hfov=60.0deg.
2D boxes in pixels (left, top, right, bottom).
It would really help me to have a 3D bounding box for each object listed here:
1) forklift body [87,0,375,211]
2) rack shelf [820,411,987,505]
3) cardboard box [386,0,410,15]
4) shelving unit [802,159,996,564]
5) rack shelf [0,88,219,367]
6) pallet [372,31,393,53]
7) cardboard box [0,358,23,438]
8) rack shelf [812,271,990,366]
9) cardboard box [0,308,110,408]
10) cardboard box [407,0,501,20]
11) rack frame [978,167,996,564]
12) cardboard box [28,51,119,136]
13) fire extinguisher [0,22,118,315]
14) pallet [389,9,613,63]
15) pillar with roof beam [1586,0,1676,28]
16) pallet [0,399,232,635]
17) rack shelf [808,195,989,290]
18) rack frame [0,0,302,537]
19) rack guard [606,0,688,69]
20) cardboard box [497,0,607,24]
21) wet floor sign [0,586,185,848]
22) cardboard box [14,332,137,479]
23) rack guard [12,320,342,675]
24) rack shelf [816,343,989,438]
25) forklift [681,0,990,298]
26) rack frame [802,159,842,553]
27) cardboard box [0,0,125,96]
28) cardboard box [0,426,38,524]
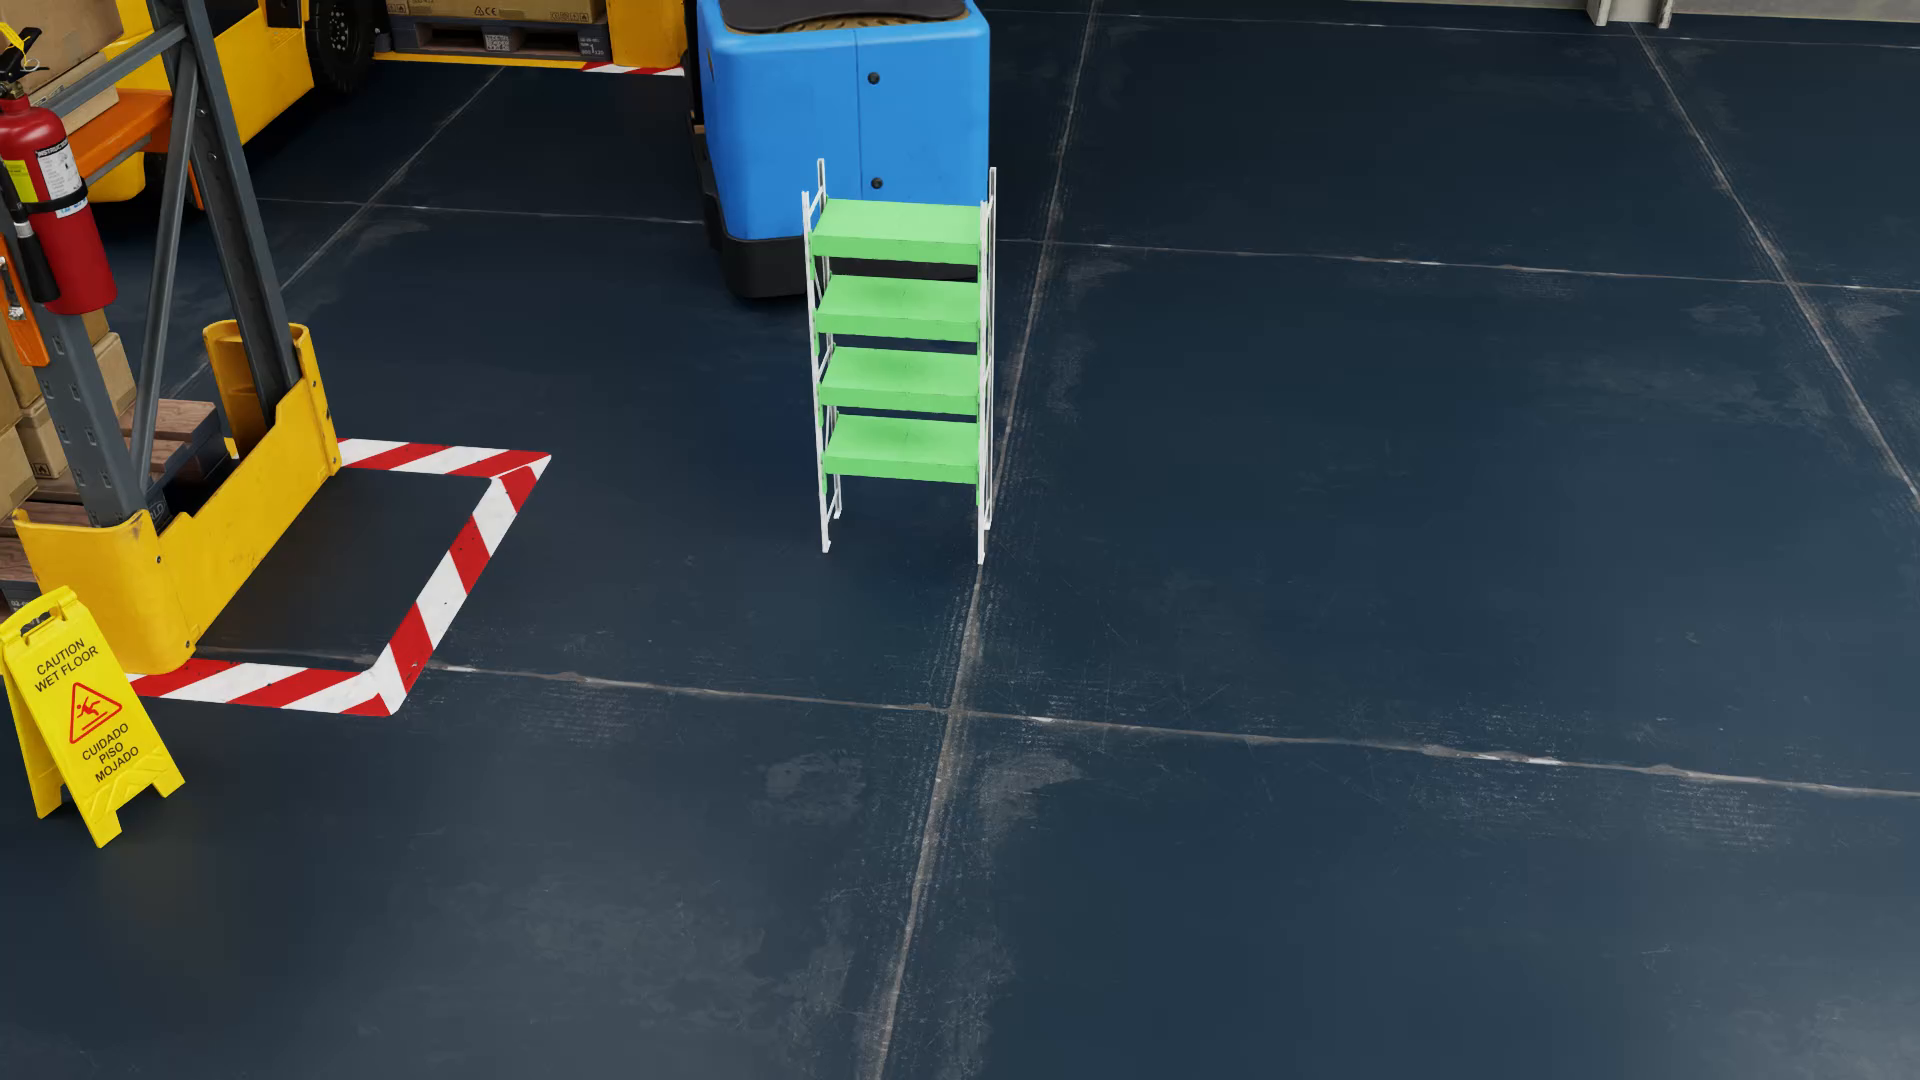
[{"bbox_3d":[-3.731,-2.781,7.295,1.214,2.155,2.313,4,36,6],"label":"forklift body"},{"bbox_3d":[-0.164,-0.253,5.095,0.480,0.148,0.258,4,36,6],"label":"rack shelf"},{"bbox_3d":[-3.111,-3.026,8.914,0.500,0.250,0.500,5,36,6],"label":"cardboard box"},{"bbox_3d":[-0.164,-0.501,4.919,0.503,1.200,0.258,4,36,6],"label":"shelving unit"},{"bbox_3d":[-4.230,-1.032,4.734,4.000,0.370,1.077,4,36,6],"label":"rack shelf"},{"bbox_3d":[-3.589,-3.027,9.309,1.213,0.211,1.003,4,36,6],"label":"pallet"},{"bbox_3d":[-3.074,-0.443,4.649,0.500,0.500,0.500,4,36,6],"label":"cardboard box"},{"bbox_3d":[-0.164,-0.644,4.816,0.480,0.148,0.258,4,36,6],"label":"rack shelf"},{"bbox_3d":[-3.035,-0.755,5.085,0.500,0.500,0.500,3,36,4],"label":"cardboard box"},{"bbox_3d":[-2.616,-2.984,8.855,0.500,0.250,0.500,4,36,6],"label":"cardboard box"},{"bbox_3d":[0.078,-0.483,4.893,0.015,1.200,0.240,4,36,6],"label":"rack frame"},{"bbox_3d":[-2.557,-1.219,4.593,0.250,0.149,0.380,4,36,6],"label":"cardboard box"},{"bbox_3d":[-2.192,-0.872,3.956,0.183,0.674,0.296,4,36,6],"label":"fire extinguisher"},{"bbox_3d":[-2.382,-2.935,9.180,1.213,0.211,1.003,4,36,6],"label":"pallet"},{"bbox_3d":[3.209,-4.126,3.284,0.400,9.000,9.100,4,36,6],"label":"pillar with roof beam"},{"bbox_3d":[-3.123,-0.128,5.248,1.213,0.211,1.003,4,36,6],"label":"pallet"},{"bbox_3d":[-0.164,-0.839,4.677,0.480,0.148,0.258,4,36,6],"label":"rack shelf"},{"bbox_3d":[-2.247,-1.177,4.317,0.127,3.000,1.000,4,36,6],"label":"rack frame"},{"bbox_3d":[-1.594,-3.018,9.049,0.348,0.500,1.175,4,36,6],"label":"rack guard"},{"bbox_3d":[-2.124,-2.942,8.795,0.500,0.250,0.500,5,36,6],"label":"cardboard box"},{"bbox_3d":[-2.194,0.412,4.118,0.232,0.644,0.267,17,39,22],"label":"wet floor sign"},{"bbox_3d":[-3.011,-0.448,5.301,0.500,0.250,0.500,4,36,6],"label":"cardboard box"},{"bbox_3d":[-2.322,-0.165,5.051,0.348,0.500,1.175,4,36,6],"label":"rack guard"},{"bbox_3d":[-0.164,-0.449,4.956,0.480,0.148,0.258,4,36,6],"label":"rack shelf"},{"bbox_3d":[-0.684,-2.983,6.906,1.130,2.935,3.031,-7,36,-10],"label":"forklift"},{"bbox_3d":[-0.406,-0.519,4.944,0.015,1.200,0.240,4,36,6],"label":"rack frame"},{"bbox_3d":[-2.681,-1.534,4.475,0.500,0.500,0.500,4,36,5],"label":"cardboard box"},{"bbox_3d":[-3.106,-0.135,4.863,0.500,0.250,0.500,4,36,6],"label":"cardboard box"}]
